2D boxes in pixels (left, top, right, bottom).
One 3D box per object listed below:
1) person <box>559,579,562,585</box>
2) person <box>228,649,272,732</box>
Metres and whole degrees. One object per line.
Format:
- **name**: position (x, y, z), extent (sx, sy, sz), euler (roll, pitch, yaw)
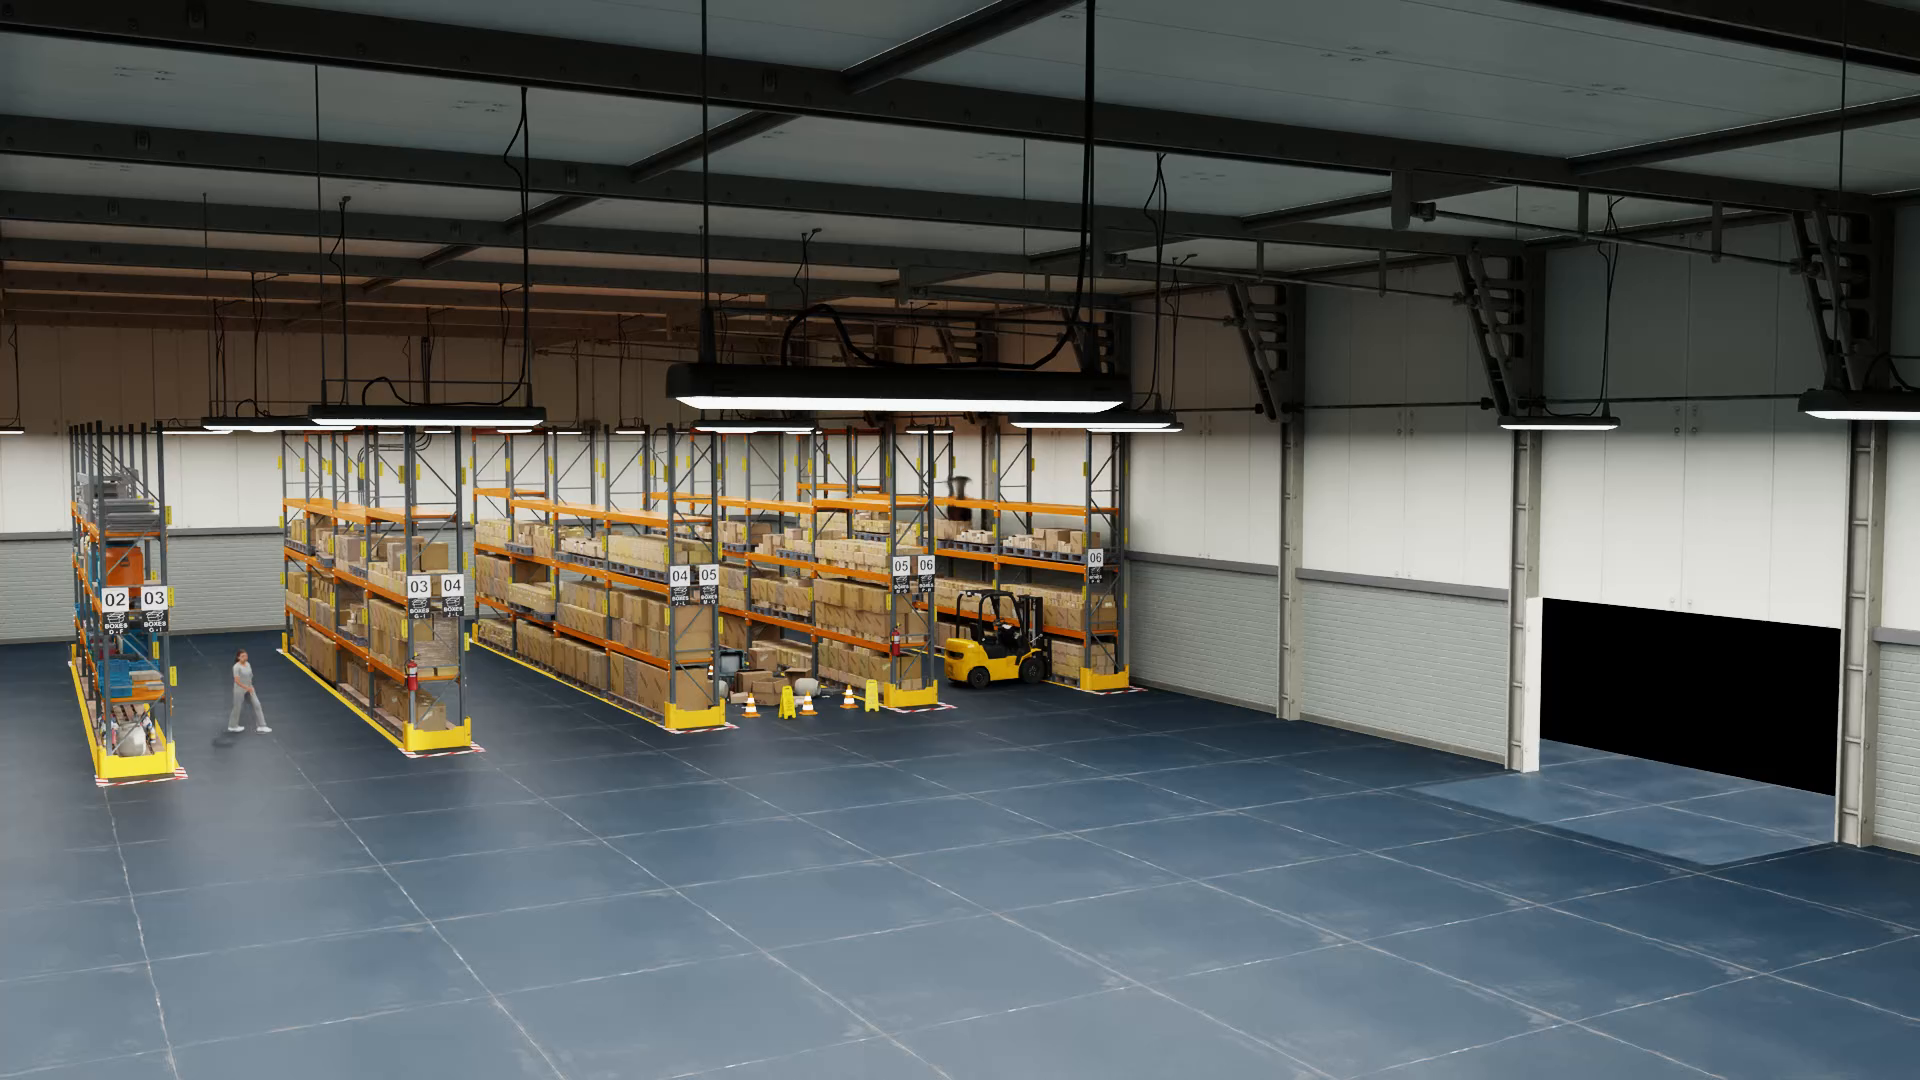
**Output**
- **person**: position (-11.164, 1.962, 46.636), extent (0.713, 1.753, 0.644), euler (-1, 4, -20)
- **person**: position (-13.720, 2.890, 31.938), extent (0.922, 1.620, 0.539), euler (1, 4, 18)
